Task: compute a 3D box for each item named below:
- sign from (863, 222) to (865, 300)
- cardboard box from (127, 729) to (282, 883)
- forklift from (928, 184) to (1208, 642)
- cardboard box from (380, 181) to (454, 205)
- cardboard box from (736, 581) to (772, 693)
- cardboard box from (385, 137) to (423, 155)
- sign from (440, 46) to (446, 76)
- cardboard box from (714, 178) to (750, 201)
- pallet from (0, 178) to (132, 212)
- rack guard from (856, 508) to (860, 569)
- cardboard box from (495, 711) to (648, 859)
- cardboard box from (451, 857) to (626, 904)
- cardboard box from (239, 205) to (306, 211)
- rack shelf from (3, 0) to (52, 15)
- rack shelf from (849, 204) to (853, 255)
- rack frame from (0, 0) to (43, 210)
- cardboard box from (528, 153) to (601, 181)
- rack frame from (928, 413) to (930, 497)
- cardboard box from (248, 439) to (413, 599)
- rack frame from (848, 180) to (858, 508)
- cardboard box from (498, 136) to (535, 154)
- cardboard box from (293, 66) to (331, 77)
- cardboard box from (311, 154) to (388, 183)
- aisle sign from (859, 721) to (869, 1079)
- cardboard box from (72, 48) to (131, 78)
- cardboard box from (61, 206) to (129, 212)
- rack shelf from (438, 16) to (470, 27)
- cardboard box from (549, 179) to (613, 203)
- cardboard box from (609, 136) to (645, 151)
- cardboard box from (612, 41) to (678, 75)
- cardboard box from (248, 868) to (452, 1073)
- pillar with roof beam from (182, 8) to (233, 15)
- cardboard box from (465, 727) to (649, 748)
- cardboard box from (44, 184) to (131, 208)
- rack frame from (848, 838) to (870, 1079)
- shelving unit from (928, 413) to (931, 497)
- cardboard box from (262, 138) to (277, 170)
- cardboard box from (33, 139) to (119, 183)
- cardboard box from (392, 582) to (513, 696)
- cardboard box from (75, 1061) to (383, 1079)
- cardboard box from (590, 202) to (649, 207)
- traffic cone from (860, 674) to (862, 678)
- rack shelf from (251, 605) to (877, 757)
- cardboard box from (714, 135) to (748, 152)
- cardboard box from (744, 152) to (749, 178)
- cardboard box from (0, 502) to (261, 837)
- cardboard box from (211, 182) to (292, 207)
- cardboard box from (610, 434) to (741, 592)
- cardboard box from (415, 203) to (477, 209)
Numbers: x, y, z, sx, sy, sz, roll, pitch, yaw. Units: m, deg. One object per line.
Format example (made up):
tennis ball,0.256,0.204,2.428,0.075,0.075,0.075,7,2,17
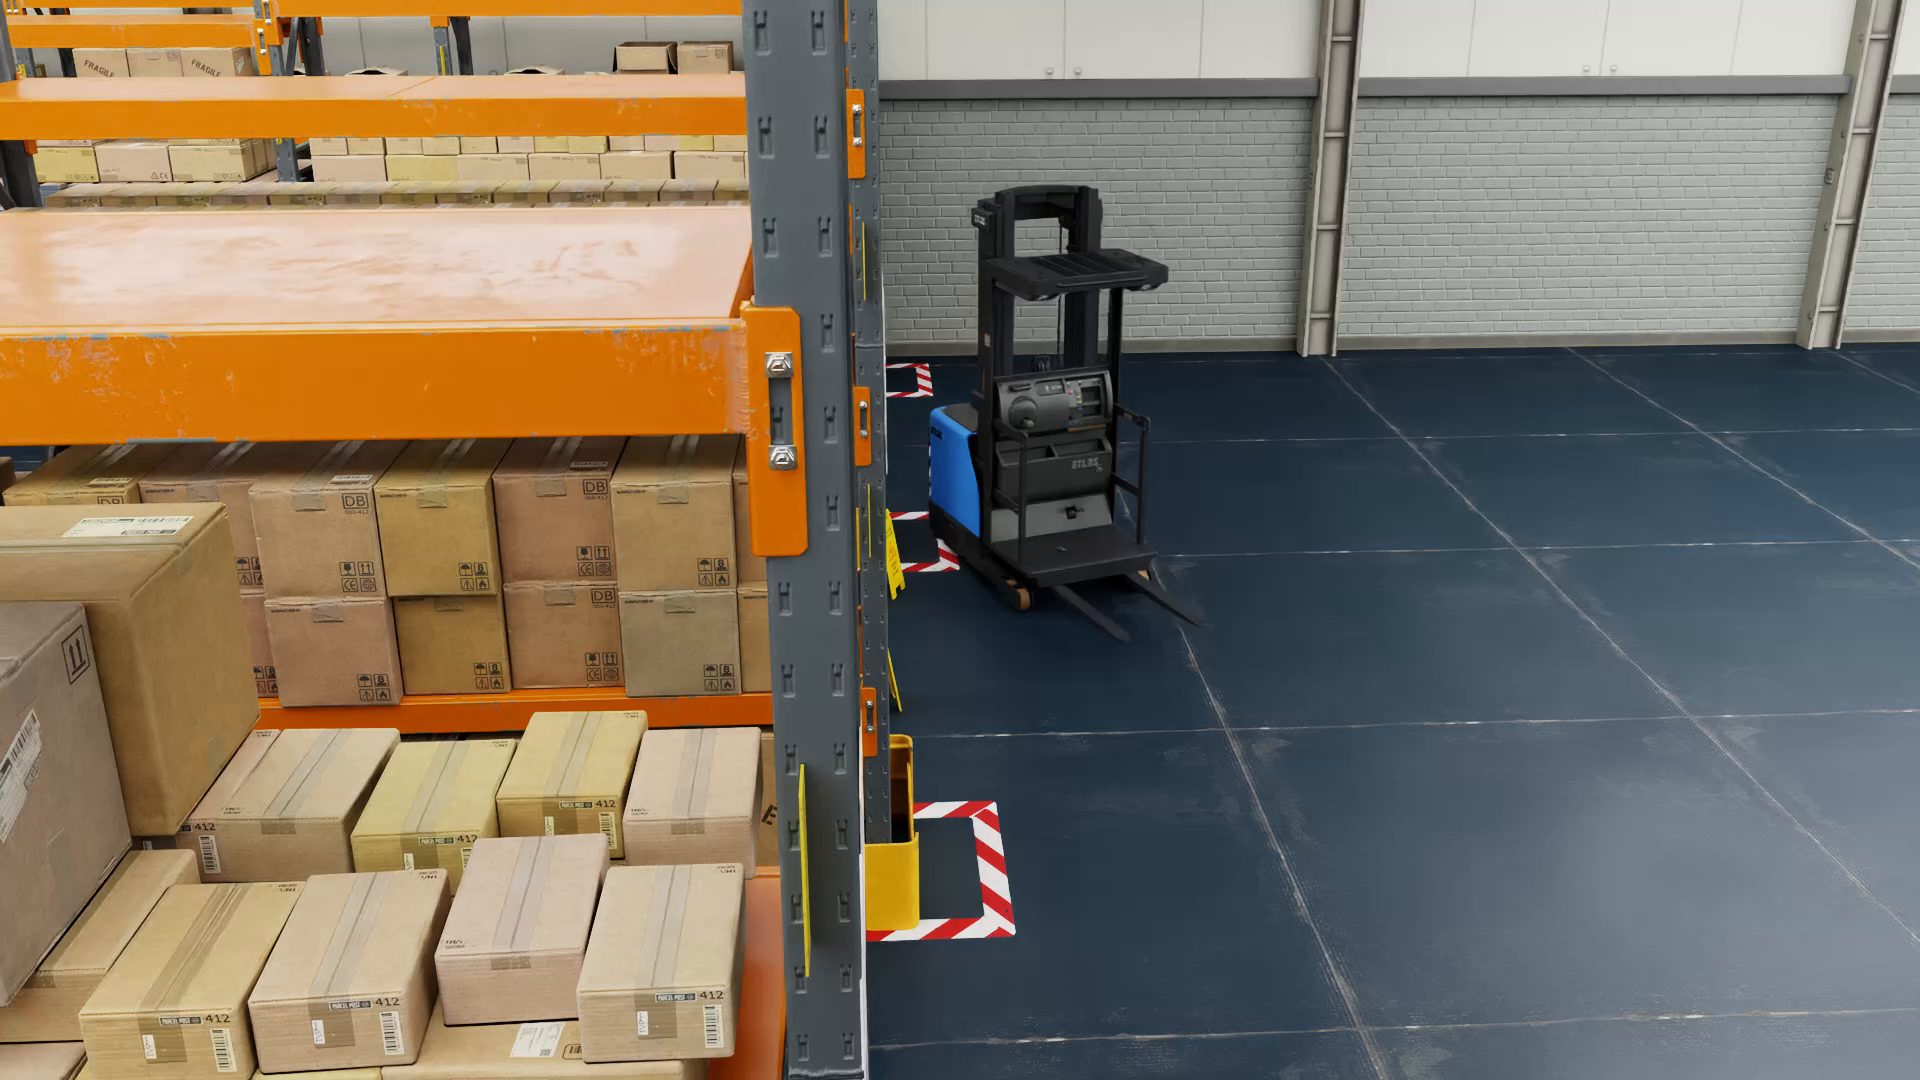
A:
sign,-0.418,-1.216,7.249,0.005,0.325,0.100,-1,21,-3
cardboard box,-1.569,0.543,3.414,0.250,0.149,0.380,-1,21,-3
forklift,0.796,-1.021,12.184,1.130,2.935,3.031,-9,23,-22
cardboard box,-2.566,-1.600,7.895,0.250,0.149,0.380,-1,21,-2
cardboard box,-0.803,0.324,8.345,0.550,0.550,0.875,-1,21,-3
cardboard box,-3.957,-2.870,11.961,0.250,0.149,0.380,-2,21,-5
sign,-5.059,-4.666,16.277,0.005,0.325,0.100,-1,21,-3
cardboard box,-1.037,-1.632,7.977,0.250,0.149,0.380,-1,21,-3
pallet,-6.470,-2.622,12.341,1.003,0.211,1.213,-1,21,-3
rack guard,-0.895,-0.217,13.487,0.348,0.500,1.175,-1,21,-3
cardboard box,-0.806,0.510,3.500,0.250,0.149,0.380,-1,21,-2
cardboard box,-0.749,0.720,3.509,0.500,0.250,0.500,-1,21,-1
cardboard box,-3.028,-1.357,7.255,0.250,0.149,0.380,-1,21,-2
rack shelf,-11.090,-5.227,16.276,4.000,0.370,1.077,-1,21,-3
rack shelf,-2.816,-2.411,12.534,4.000,0.370,1.077,-1,21,-3
rack frame,-4.429,-2.352,7.153,0.127,3.000,1.000,-1,21,-3
cardboard box,-2.838,-2.718,12.121,0.500,0.250,0.500,-1,21,-3
rack frame,-0.256,-0.601,13.933,0.006,0.900,0.240,0,21,1
cardboard box,-2.969,-0.133,8.027,0.550,0.550,0.875,-1,21,-3
rack frame,-0.819,-1.386,13.047,0.127,3.000,1.000,-1,21,-3
cardboard box,-3.182,-2.899,12.035,0.250,0.149,0.380,-1,21,-4
cardboard box,-6.574,-4.555,16.547,0.500,0.311,0.500,-2,21,-5
cardboard box,-4.357,-2.688,12.041,0.500,0.250,0.500,-2,21,-4
aisle sign,-0.208,0.811,3.621,0.004,0.787,0.394,-1,21,-3
cardboard box,-8.356,-4.607,16.418,0.500,0.500,0.500,-1,21,-3
cardboard box,-3.791,-1.341,7.214,0.250,0.149,0.380,-1,21,-4
rack shelf,-3.103,-5.389,16.703,4.000,0.370,1.077,-1,21,-3
cardboard box,-1.802,-1.616,7.936,0.250,0.149,0.380,-2,21,-4
cardboard box,-2.417,-2.943,12.152,0.250,0.149,0.380,-2,21,-5
cardboard box,-3.148,-4.763,16.825,0.637,0.503,0.797,0,21,-1
cardboard box,-1.046,0.741,2.895,0.250,0.149,0.380,-2,21,-5
pillar with roof beam,-7.597,-4.608,13.077,0.400,9.000,9.100,-1,21,-3
cardboard box,-1.987,1.223,8.590,0.875,0.875,0.875,-1,21,-4
cardboard box,-4.082,-1.569,7.814,0.250,0.149,0.380,-1,21,-3
rack frame,-0.253,2.134,3.800,0.127,3.000,1.000,-1,21,-3
shelving unit,-0.155,-0.601,13.932,0.210,0.900,0.258,0,21,1
cardboard box,-5.419,-2.964,12.594,0.500,0.250,0.500,-2,21,-5
cardboard box,-6.402,-2.751,12.037,0.500,0.250,0.500,-1,21,-2
cardboard box,-2.444,0.335,8.315,0.500,0.550,0.875,-1,21,-3
cardboard box,-1.218,0.913,3.001,0.500,0.250,0.500,-1,21,-3
cardboard box,-1.516,-1.387,7.334,0.250,0.149,0.380,-1,21,-2
traffic cone,-0.772,0.654,11.254,0.334,0.463,0.336,-1,21,-3
rack shelf,-2.432,0.747,8.455,4.000,0.370,1.077,-1,21,-3
cardboard box,-1.653,-2.928,12.113,0.250,0.149,0.380,-1,21,-4
cardboard box,-1.314,-2.751,12.208,0.500,0.250,0.500,-1,21,-4
cardboard box,-1.751,0.247,3.280,0.500,0.500,0.500,-1,21,-3
cardboard box,-3.329,-1.584,7.853,0.250,0.149,0.380,-1,21,-2
cardboard box,-1.352,-0.167,8.115,0.550,0.550,0.875,-1,21,-3
cardboard box,-2.275,-1.372,7.294,0.250,0.149,0.380,-1,21,-3
